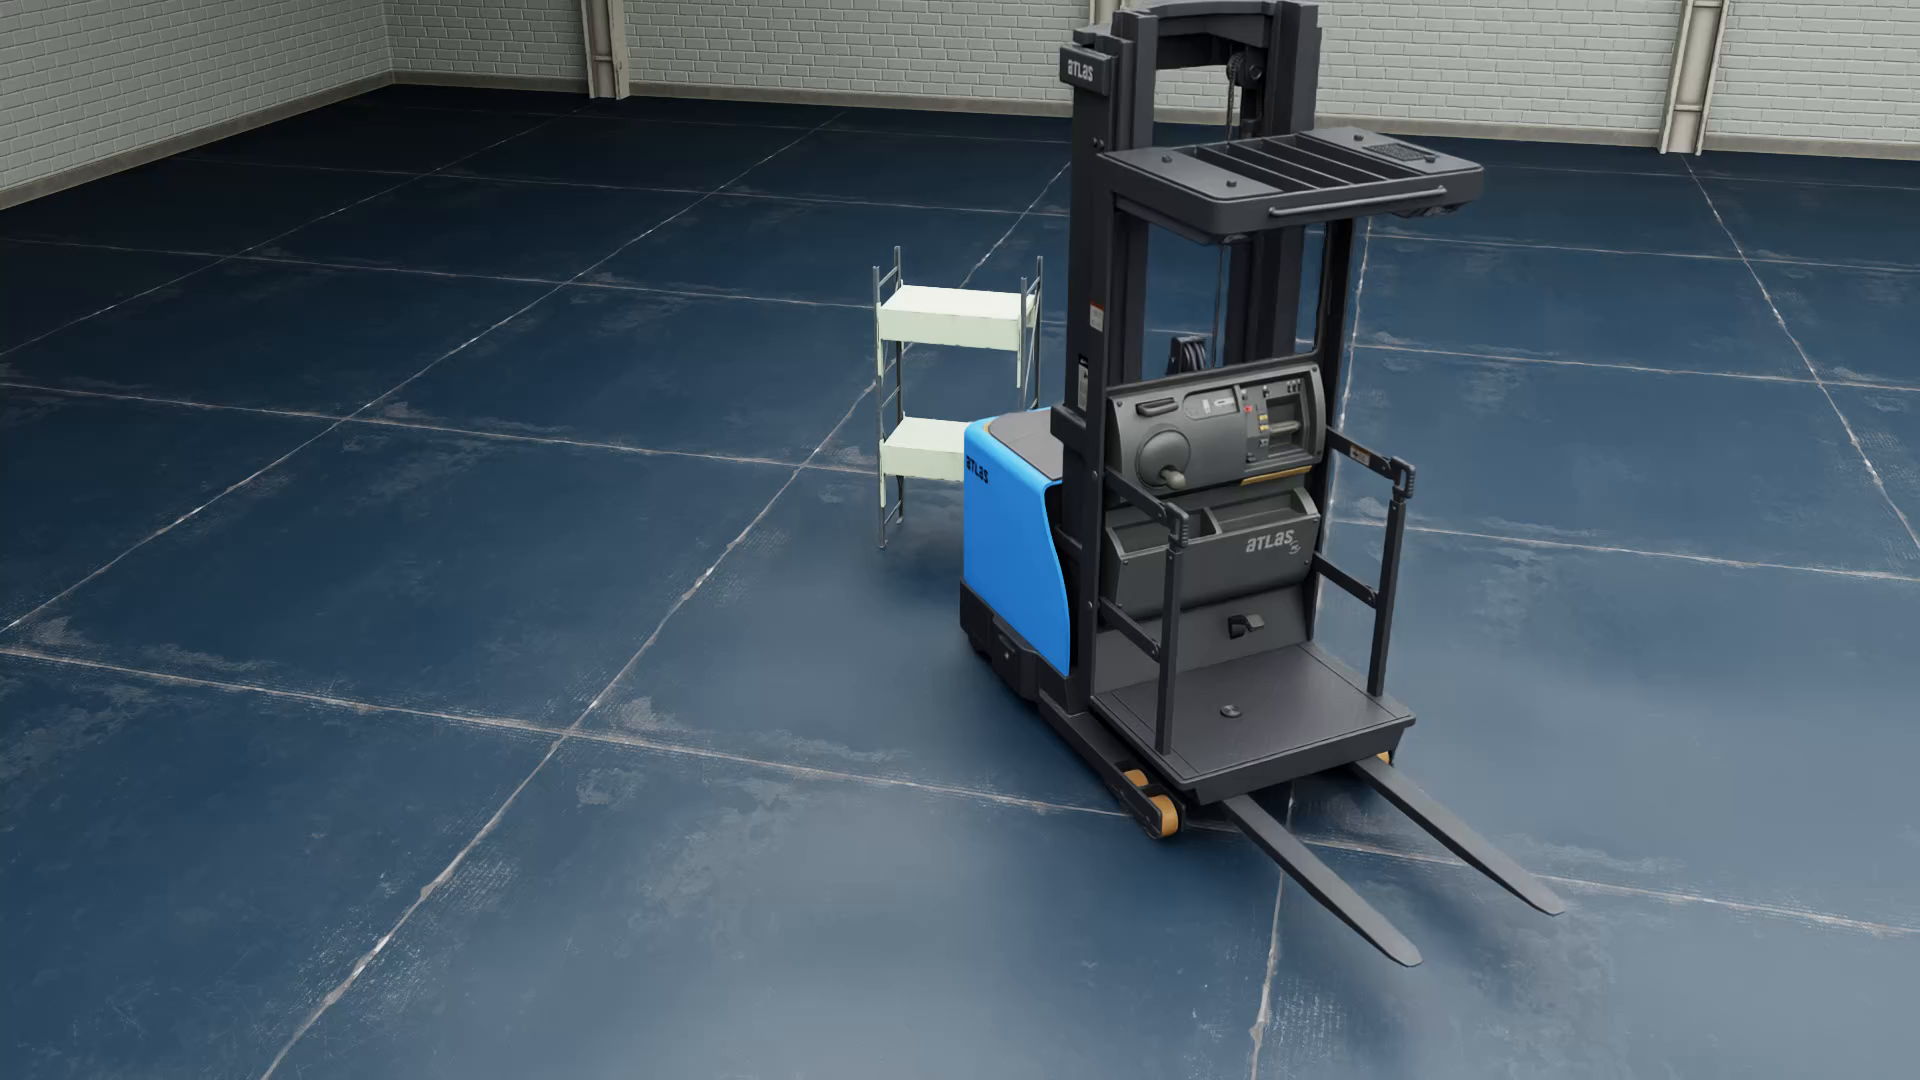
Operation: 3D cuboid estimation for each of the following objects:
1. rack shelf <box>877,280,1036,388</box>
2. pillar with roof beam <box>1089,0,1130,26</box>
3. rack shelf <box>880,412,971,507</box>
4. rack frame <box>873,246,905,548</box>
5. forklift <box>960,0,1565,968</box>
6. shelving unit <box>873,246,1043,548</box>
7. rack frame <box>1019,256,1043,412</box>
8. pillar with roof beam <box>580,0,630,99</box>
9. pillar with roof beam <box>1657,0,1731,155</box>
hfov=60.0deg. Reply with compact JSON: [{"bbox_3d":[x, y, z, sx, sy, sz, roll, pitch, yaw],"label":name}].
[{"bbox_3d":[-0.006,-1.030,8.261,0.720,0.370,0.431,6,26,13],"label":"rack shelf"},{"bbox_3d":[0.552,-6.939,12.857,0.400,9.000,9.100,6,26,13],"label":"pillar with roof beam"},{"bbox_3d":[-0.006,-0.384,8.569,0.720,0.370,0.431,6,26,13],"label":"rack shelf"},{"bbox_3d":[-0.361,-0.717,8.511,0.023,1.500,0.400,6,26,13],"label":"rack frame"},{"bbox_3d":[1.091,-0.398,6.176,1.130,2.935,3.031,-12,28,-23],"label":"forklift"},{"bbox_3d":[-0.006,-0.678,8.429,0.755,1.500,0.431,6,26,13],"label":"shelving unit"},{"bbox_3d":[0.348,-0.639,8.347,0.023,1.500,0.400,6,26,13],"label":"rack frame"},{"bbox_3d":[-5.259,-7.582,14.206,0.400,9.000,9.100,6,26,13],"label":"pillar with roof beam"},{"bbox_3d":[6.363,-6.297,11.508,0.400,9.000,9.100,6,26,13],"label":"pillar with roof beam"}]
